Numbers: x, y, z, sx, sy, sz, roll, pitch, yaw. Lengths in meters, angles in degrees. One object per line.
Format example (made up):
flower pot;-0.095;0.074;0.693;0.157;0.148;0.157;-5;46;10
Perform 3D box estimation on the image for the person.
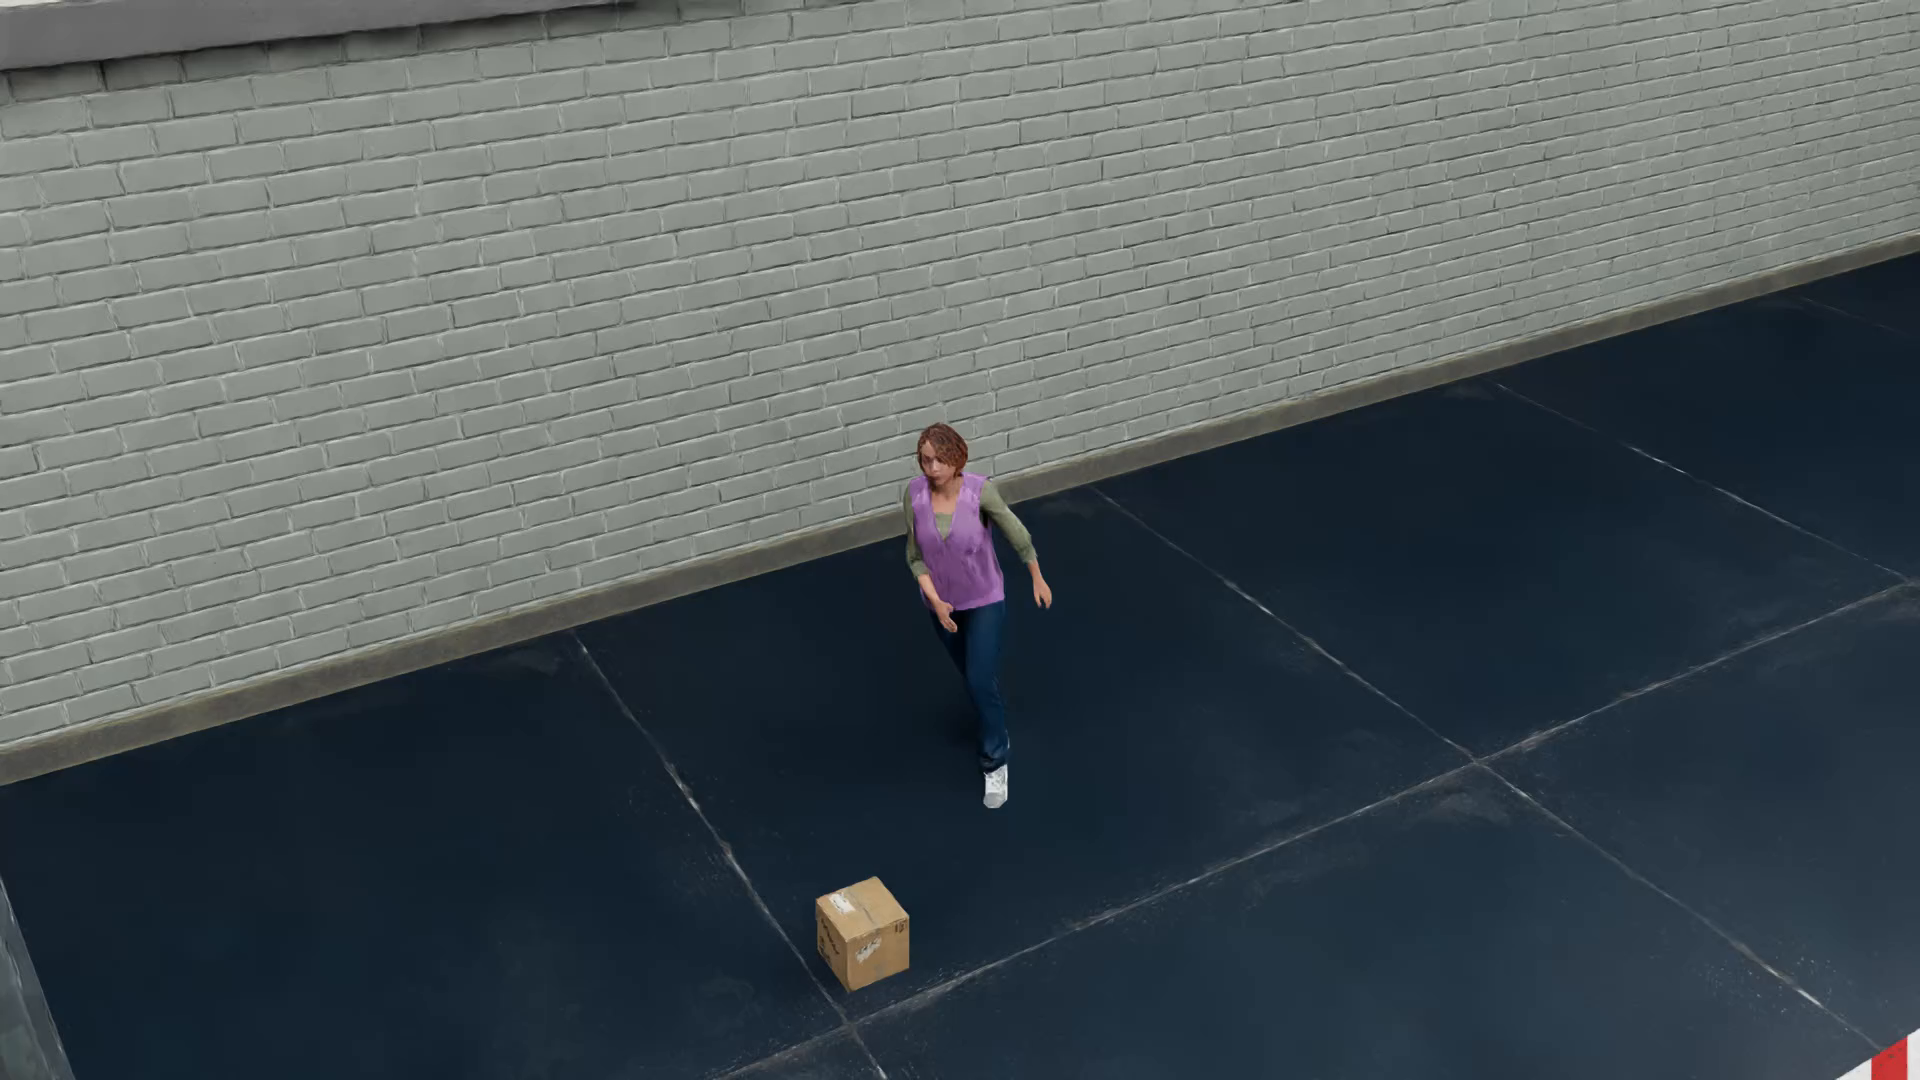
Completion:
person;0.050;0.279;6.707;0.560;1.610;0.639;10;31;18
